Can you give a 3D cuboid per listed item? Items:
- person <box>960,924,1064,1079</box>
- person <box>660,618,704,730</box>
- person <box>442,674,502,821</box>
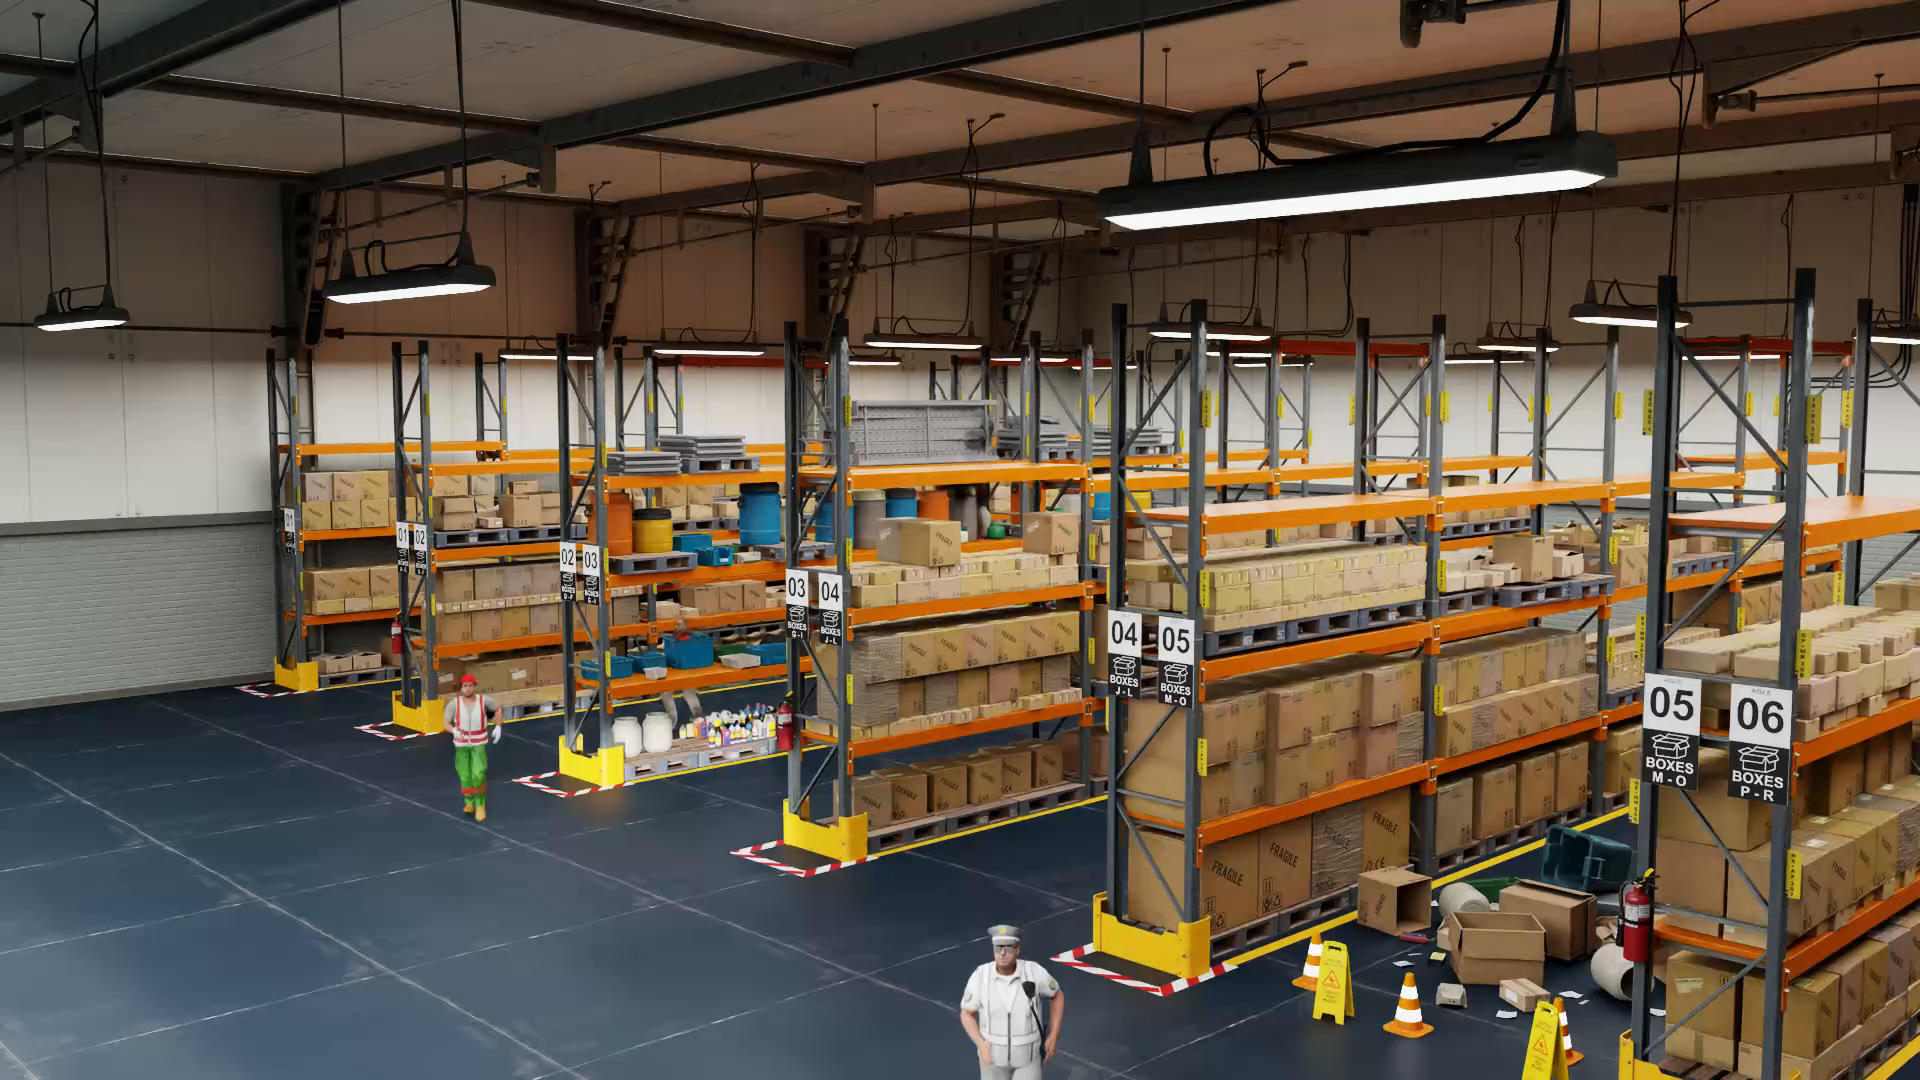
[{"bbox_3d":[0.333,3.358,10.828,0.675,1.743,0.594,0,5,4],"label":"person"},{"bbox_3d":[-4.316,2.093,25.728,0.631,1.798,0.768,3,6,35],"label":"person"},{"bbox_3d":[-5.949,2.537,20.281,0.684,1.831,0.729,-1,5,-11],"label":"person"}]
